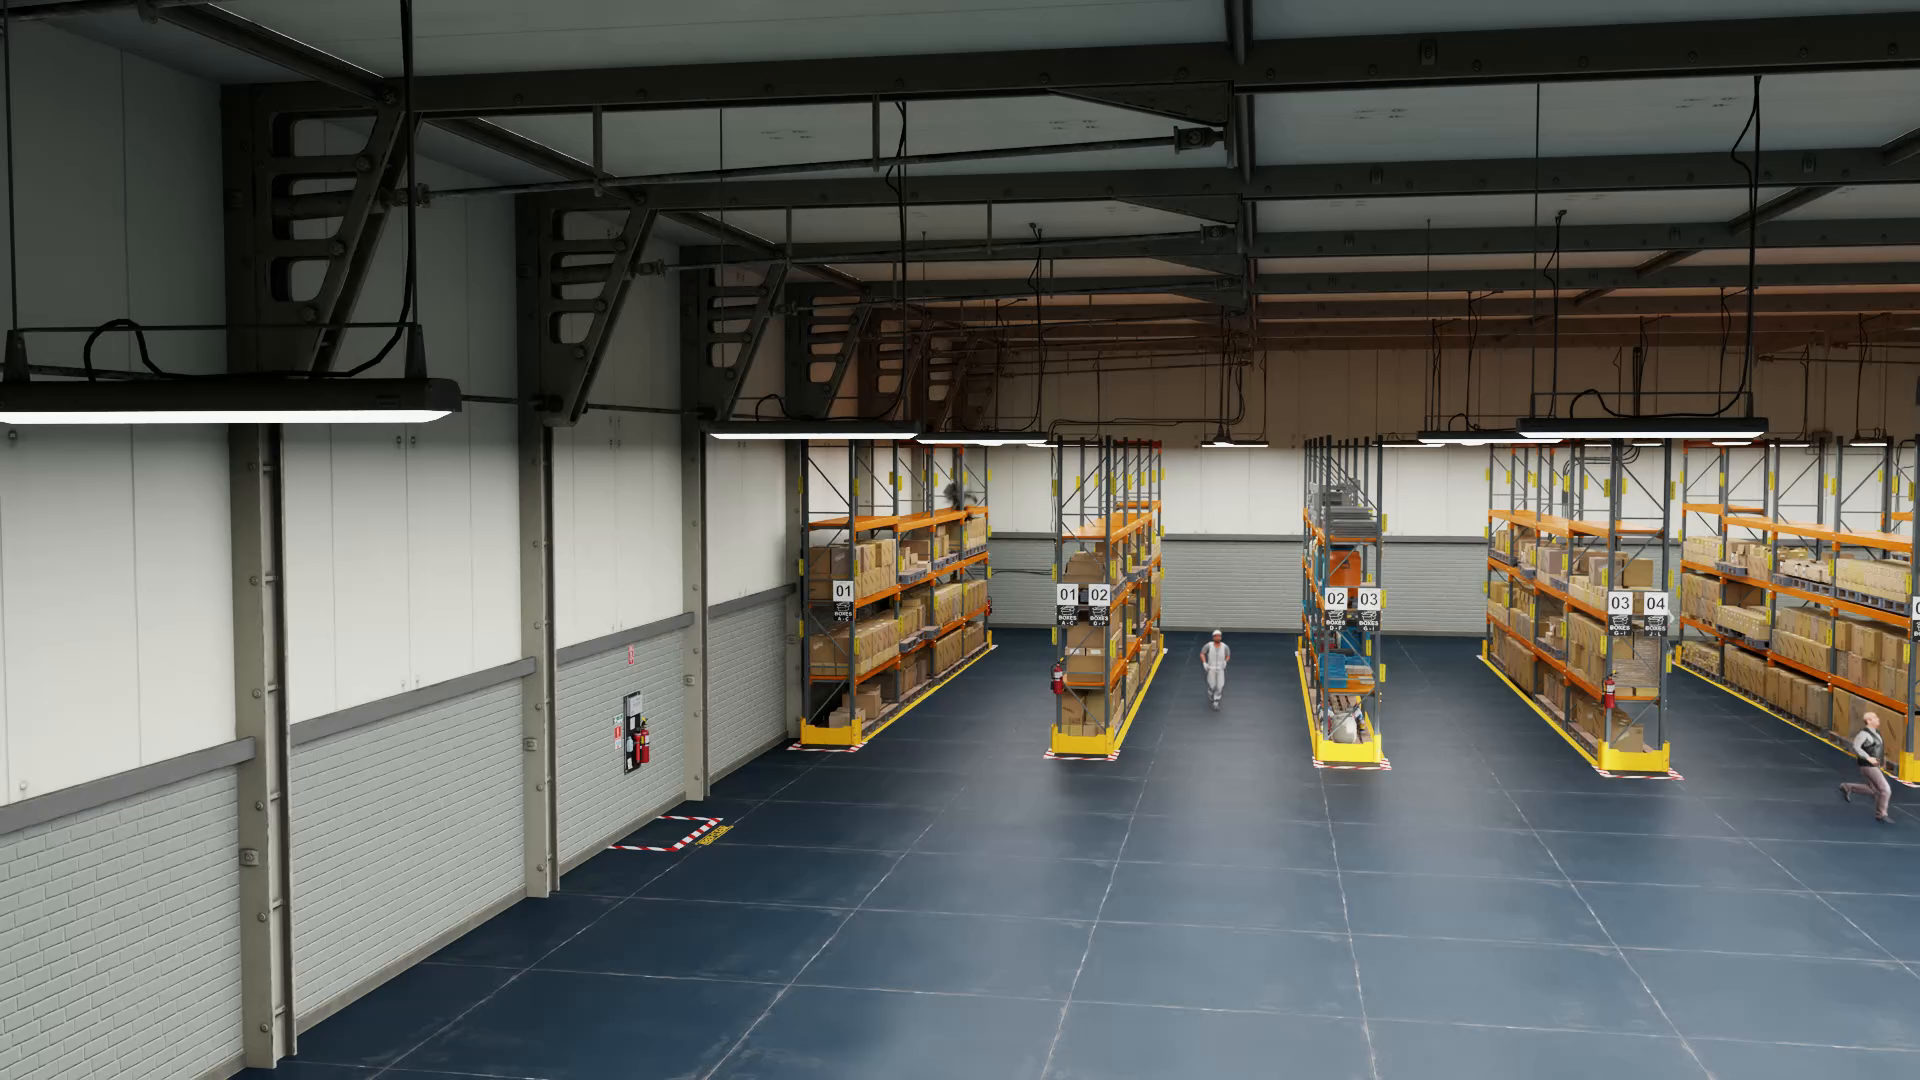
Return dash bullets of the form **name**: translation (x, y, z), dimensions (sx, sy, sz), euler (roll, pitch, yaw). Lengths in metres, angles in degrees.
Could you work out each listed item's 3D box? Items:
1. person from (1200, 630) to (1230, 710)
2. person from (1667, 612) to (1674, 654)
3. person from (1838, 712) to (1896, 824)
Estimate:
- **person**: translation (5.629, 2.865, 36.539), dimensions (0.638, 1.755, 0.529), euler (0, 3, 1)
- **person**: translation (19.285, 2.466, 45.792), dimensions (0.805, 1.570, 0.583), euler (0, 3, 3)
- **person**: translation (14.061, 3.508, 25.767), dimensions (0.847, 1.694, 0.659), euler (3, 4, 41)
